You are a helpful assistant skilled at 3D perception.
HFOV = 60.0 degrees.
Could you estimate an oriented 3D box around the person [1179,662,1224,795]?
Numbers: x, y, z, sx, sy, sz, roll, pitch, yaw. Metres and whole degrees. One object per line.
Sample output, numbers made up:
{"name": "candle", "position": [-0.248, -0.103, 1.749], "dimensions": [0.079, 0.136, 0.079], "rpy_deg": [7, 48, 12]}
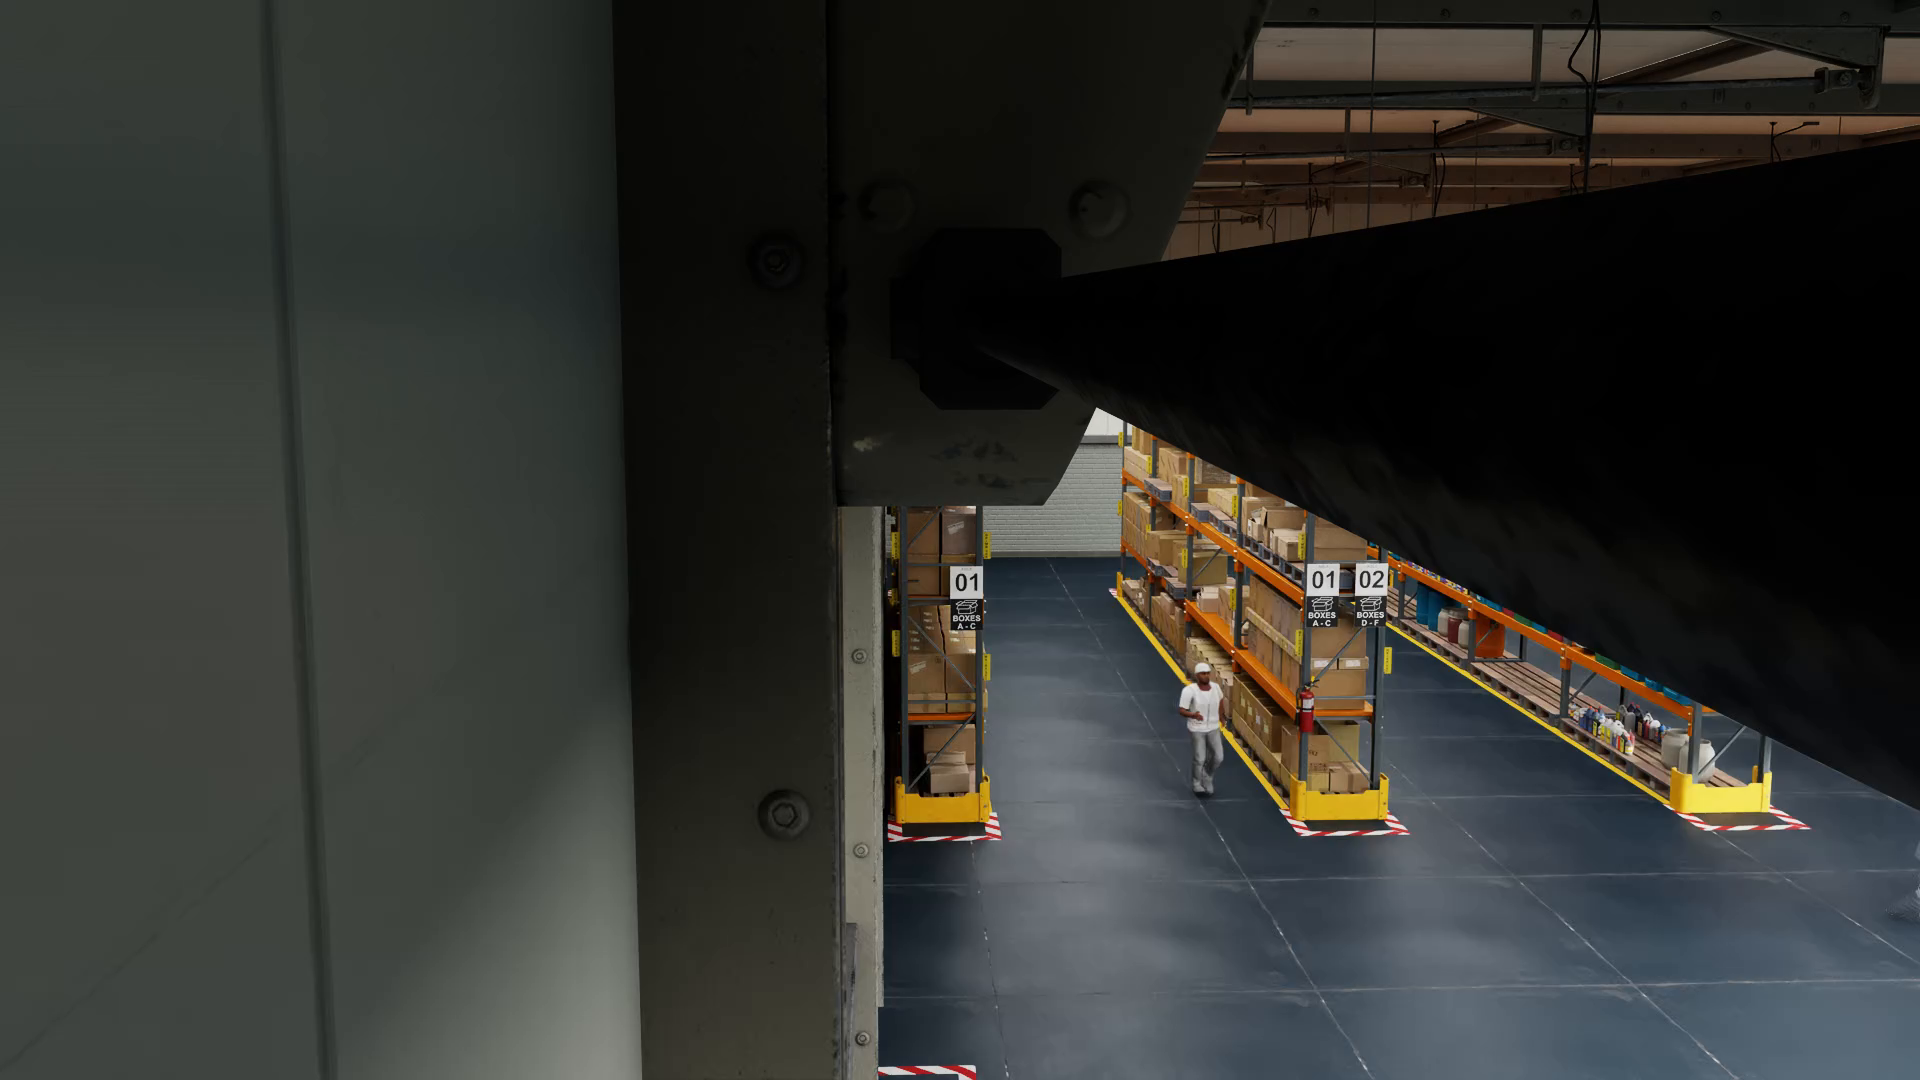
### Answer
{"name": "person", "position": [3.177, 2.457, 21.490], "dimensions": [0.680, 1.750, 0.626], "rpy_deg": [-2, 8, -14]}
